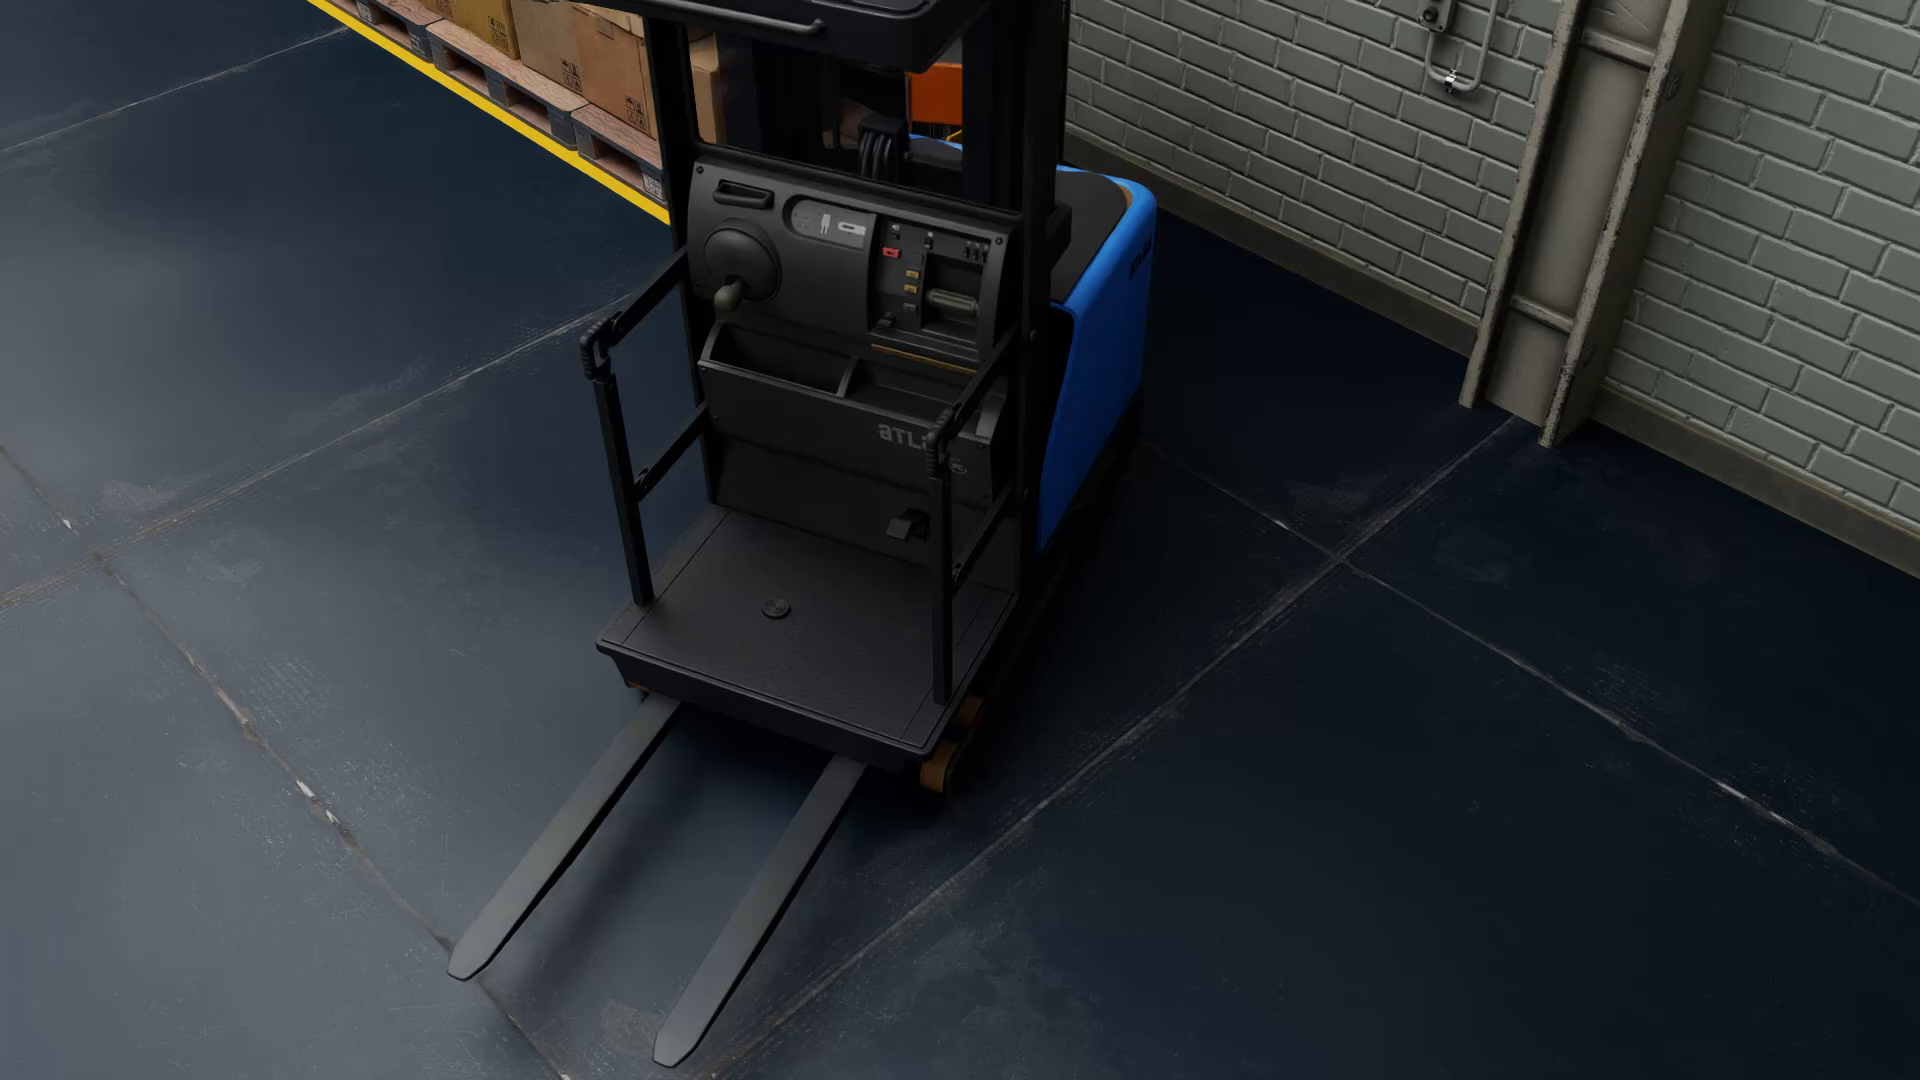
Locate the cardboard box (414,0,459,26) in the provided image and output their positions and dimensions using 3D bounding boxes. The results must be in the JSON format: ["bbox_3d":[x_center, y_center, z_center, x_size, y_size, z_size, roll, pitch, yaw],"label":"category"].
[{"bbox_3d":[-2.397,-2.993,8.311,0.500,0.500,0.700,34,52,31],"label":"cardboard box"}]

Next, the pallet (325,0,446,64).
[{"bbox_3d":[-2.723,-2.981,8.821,1.003,0.211,1.213,-34,53,-31],"label":"pallet"}]

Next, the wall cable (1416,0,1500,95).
[{"bbox_3d":[1.194,-2.697,5.710,0.084,1.984,1.851,-34,53,-31],"label":"wall cable"}]

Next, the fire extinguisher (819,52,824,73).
[{"bbox_3d":[-0.600,-2.027,6.065,0.296,0.674,0.183,-34,53,-31],"label":"fire extinguisher"}]

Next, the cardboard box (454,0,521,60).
[{"bbox_3d":[-2.036,-2.745,8.043,0.700,0.500,0.500,-33,52,-30],"label":"cardboard box"}]

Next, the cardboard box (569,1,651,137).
[{"bbox_3d":[-1.299,-2.251,7.508,0.500,0.500,0.700,34,53,31],"label":"cardboard box"}]

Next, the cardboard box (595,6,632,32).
[{"bbox_3d":[-1.346,-2.346,7.133,0.380,0.149,0.250,-33,52,-30],"label":"cardboard box"}]

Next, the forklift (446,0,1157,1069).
[{"bbox_3d":[-0.396,-0.662,4.307,1.130,2.935,3.031,17,45,17],"label":"forklift"}]

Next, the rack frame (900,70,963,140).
[{"bbox_3d":[-0.380,-2.486,6.230,1.000,3.000,0.127,-34,53,-31],"label":"rack frame"}]

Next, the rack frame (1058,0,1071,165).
[{"bbox_3d":[0.340,-1.542,5.872,0.015,2.100,0.400,8,43,9],"label":"rack frame"}]

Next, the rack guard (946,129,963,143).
[{"bbox_3d":[-0.363,-1.557,7.066,1.175,0.500,0.348,-34,53,-31],"label":"rack guard"}]

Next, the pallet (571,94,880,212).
[{"bbox_3d":[-1.000,-1.809,7.552,1.003,0.211,1.213,-34,53,-31],"label":"pallet"}]

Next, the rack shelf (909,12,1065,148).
[{"bbox_3d":[0.102,-1.566,5.918,0.480,0.518,0.431,8,43,9],"label":"rack shelf"}]

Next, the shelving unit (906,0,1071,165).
[{"bbox_3d":[0.102,-1.577,5.909,0.503,2.100,0.431,8,43,9],"label":"shelving unit"}]

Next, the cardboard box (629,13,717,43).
[{"bbox_3d":[-1.165,-2.223,7.000,0.250,0.149,0.380,34,52,31],"label":"cardboard box"}]

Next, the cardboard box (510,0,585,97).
[{"bbox_3d":[-1.654,-2.493,7.770,0.500,0.500,0.700,32,52,30],"label":"cardboard box"}]

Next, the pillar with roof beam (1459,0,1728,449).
[{"bbox_3d":[-0.909,-1.743,1.006,9.100,9.000,0.400,-34,53,-31],"label":"pillar with roof beam"}]

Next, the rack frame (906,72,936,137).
[{"bbox_3d":[-0.137,-1.611,5.946,0.015,2.100,0.400,8,43,9],"label":"rack frame"}]

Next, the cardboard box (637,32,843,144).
[{"bbox_3d":[-0.945,-2.011,7.248,0.700,0.500,0.500,-34,53,-31],"label":"cardboard box"}]

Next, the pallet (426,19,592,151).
[{"bbox_3d":[-1.858,-2.395,8.186,1.003,0.211,1.213,-34,53,-31],"label":"pallet"}]
